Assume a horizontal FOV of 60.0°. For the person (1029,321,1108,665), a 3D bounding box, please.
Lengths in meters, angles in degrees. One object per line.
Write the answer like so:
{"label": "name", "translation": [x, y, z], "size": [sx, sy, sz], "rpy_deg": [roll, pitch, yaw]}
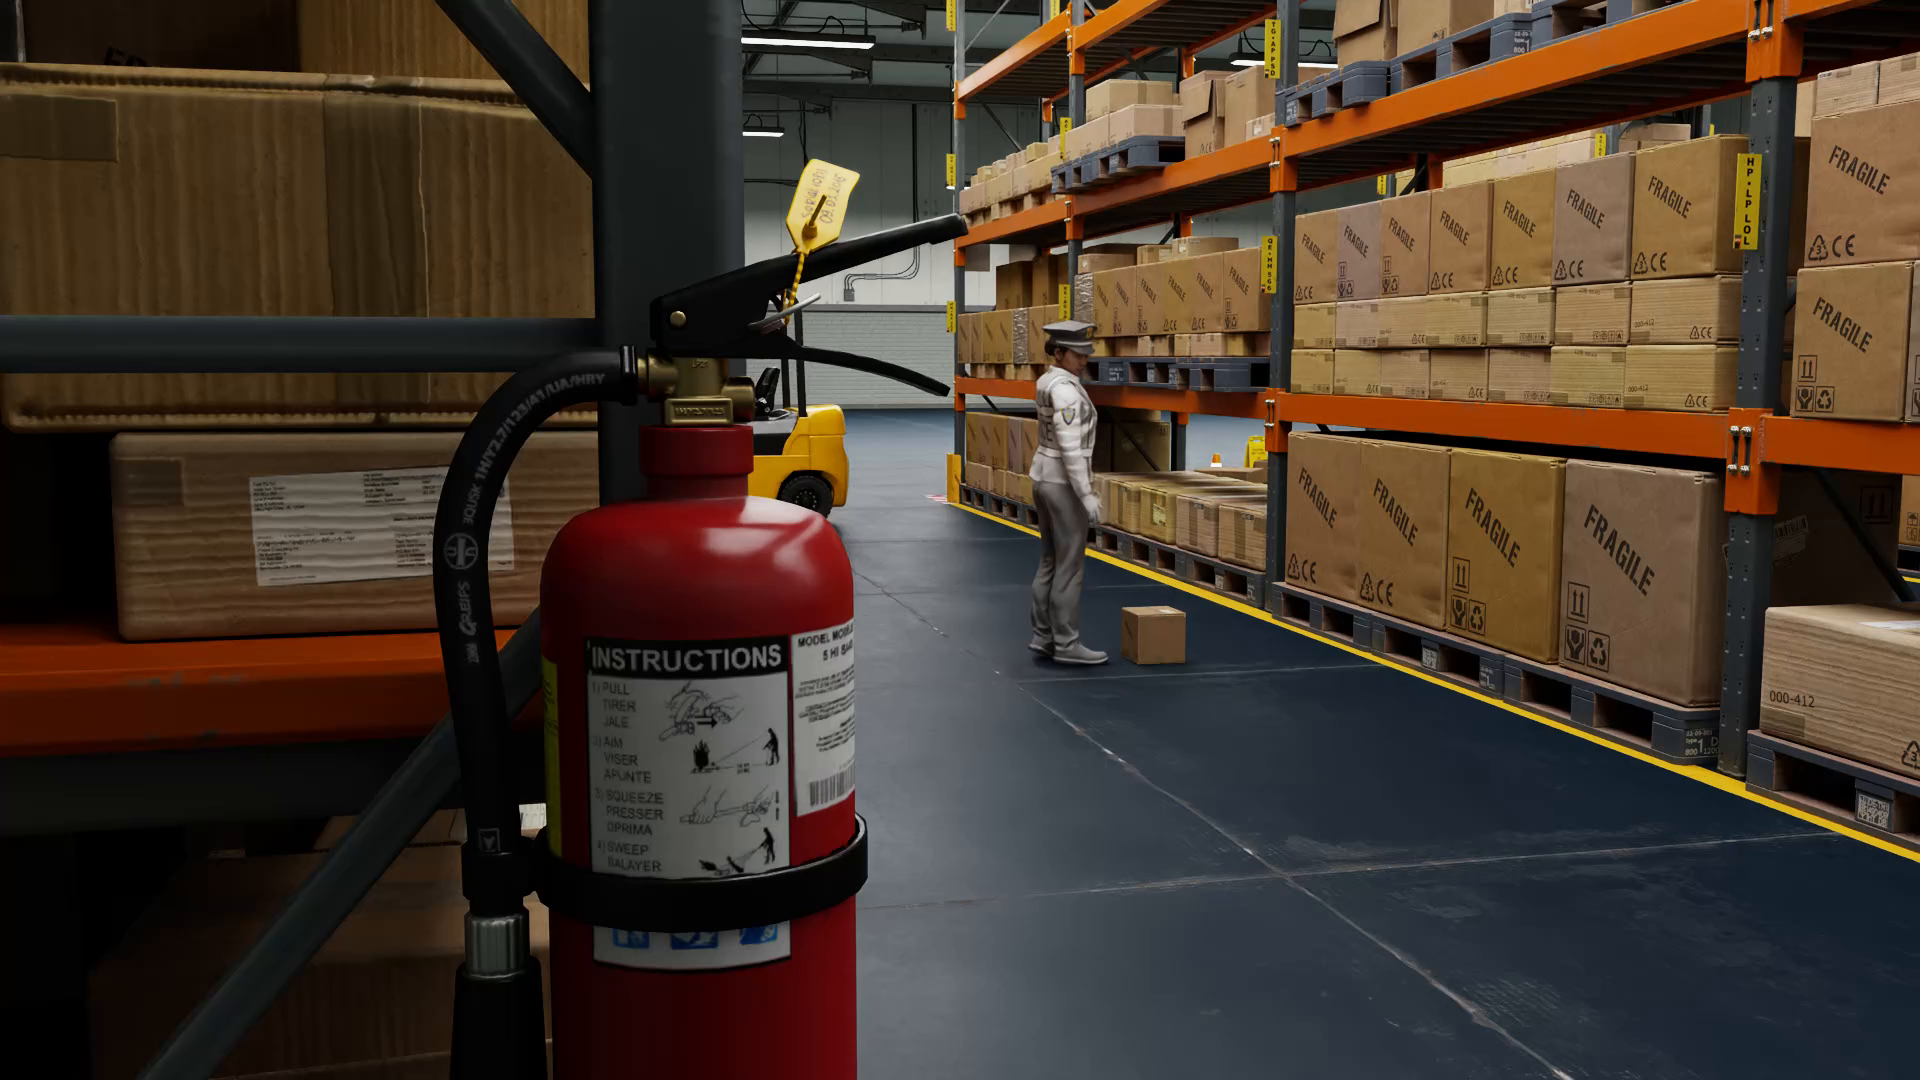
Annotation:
{"label": "person", "translation": [0.537, -0.207, 8.140], "size": [0.383, 1.717, 0.584], "rpy_deg": [-1, 6, -13]}
